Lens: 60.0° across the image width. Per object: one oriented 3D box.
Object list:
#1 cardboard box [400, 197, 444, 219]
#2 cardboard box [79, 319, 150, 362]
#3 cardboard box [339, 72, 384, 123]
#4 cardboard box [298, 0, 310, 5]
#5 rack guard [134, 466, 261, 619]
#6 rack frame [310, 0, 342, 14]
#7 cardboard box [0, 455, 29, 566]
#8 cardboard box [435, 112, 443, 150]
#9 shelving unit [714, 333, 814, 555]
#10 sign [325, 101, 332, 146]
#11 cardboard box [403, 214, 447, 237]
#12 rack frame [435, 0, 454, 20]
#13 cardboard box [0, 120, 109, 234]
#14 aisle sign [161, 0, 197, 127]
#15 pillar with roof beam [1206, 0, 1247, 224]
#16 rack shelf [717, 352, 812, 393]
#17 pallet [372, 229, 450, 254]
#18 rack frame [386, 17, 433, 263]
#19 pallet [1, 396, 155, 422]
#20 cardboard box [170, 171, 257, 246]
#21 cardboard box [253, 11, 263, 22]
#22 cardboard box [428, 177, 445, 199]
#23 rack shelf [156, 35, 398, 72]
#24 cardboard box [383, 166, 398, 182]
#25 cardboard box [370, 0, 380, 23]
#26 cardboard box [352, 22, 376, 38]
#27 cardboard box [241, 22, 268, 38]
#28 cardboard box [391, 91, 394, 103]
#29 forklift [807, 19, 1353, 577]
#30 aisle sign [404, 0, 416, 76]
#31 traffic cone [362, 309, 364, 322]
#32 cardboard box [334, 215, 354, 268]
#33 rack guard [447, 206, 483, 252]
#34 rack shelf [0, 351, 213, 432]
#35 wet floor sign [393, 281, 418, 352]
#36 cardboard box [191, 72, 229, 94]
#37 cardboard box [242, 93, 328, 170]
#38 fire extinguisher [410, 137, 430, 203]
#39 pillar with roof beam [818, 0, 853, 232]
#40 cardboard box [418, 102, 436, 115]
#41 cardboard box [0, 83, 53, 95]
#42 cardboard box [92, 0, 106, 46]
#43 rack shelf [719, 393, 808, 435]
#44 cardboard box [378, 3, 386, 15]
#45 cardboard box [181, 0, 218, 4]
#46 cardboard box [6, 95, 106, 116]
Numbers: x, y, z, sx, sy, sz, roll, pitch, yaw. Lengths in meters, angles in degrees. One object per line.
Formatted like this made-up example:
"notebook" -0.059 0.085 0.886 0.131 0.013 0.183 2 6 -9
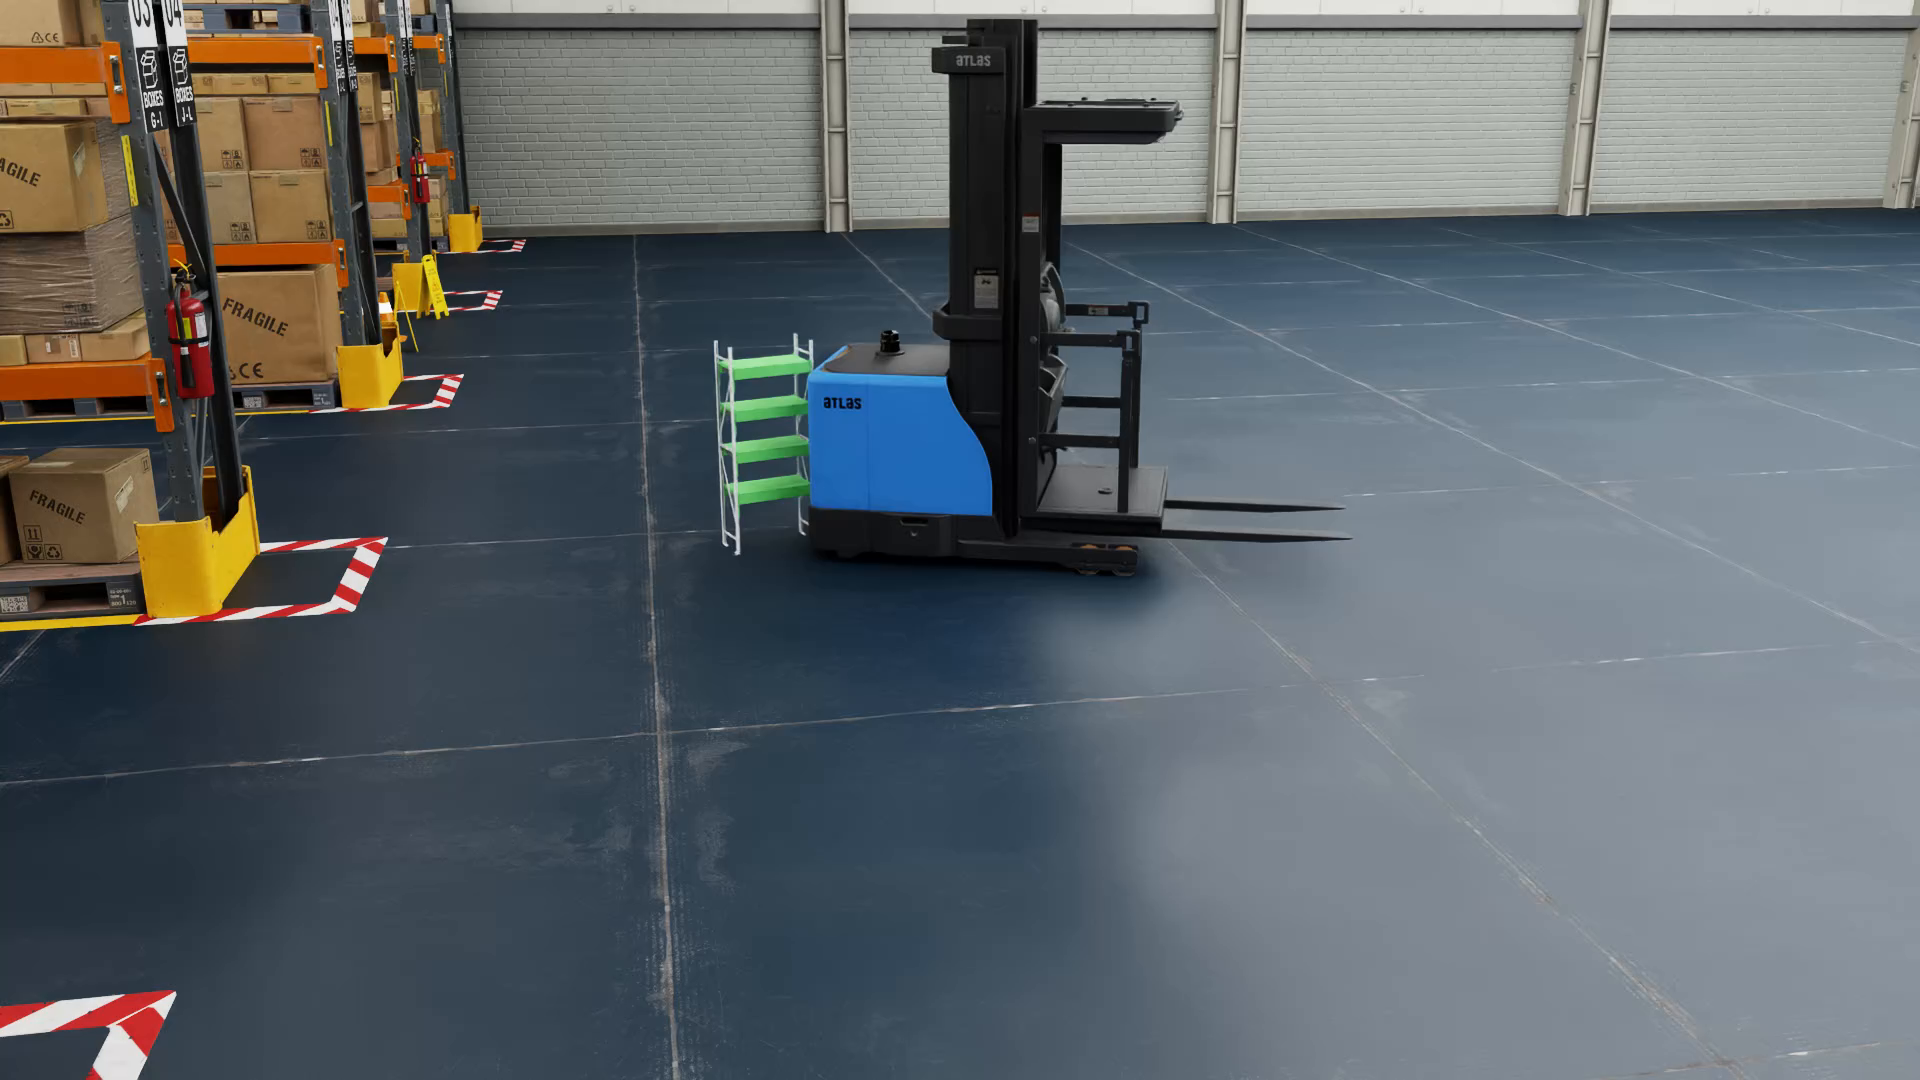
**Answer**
"cardboard box" -7.274 -4.506 22.491 0.500 0.250 0.500 -3 17 -11
"cardboard box" -4.271 -1.015 8.436 0.250 0.149 0.380 -3 17 -10
"cardboard box" -6.370 -4.644 17.443 0.500 0.500 0.700 -4 17 -12
"cardboard box" -5.269 -4.282 13.077 0.250 0.149 0.380 -3 17 -10
"rack guard" -4.105 -0.012 8.998 0.348 0.500 1.175 -3 17 -10
"rack frame" -4.872 -5.514 12.437 0.127 3.000 1.000 -3 17 -10
"cardboard box" -5.227 -0.143 8.712 0.500 0.500 0.500 1 17 4
"cardboard box" -7.395 -5.598 22.760 0.500 0.500 0.500 -3 17 -9
"shelving unit" -1.111 -0.555 9.575 0.503 1.200 0.258 -9 19 -28
"sign" -4.783 -3.156 12.602 0.005 0.325 0.100 -3 17 -10
"cardboard box" -7.257 -4.267 22.564 0.500 0.250 0.500 -3 17 -10
"rack frame" -6.855 -8.366 21.723 0.127 3.000 1.000 -3 17 -10
"cardboard box" -4.523 -1.777 8.108 0.500 0.500 0.500 -3 17 -10
"aisle sign" -4.026 -2.543 8.556 0.004 0.787 0.394 -3 17 -10
"pillar with roof beam" 4.889 -8.014 20.578 0.400 9.000 9.100 -3 17 -10
"rack shelf" -1.111 -0.953 9.453 0.480 0.148 0.258 -9 19 -28
"pallet" -7.598 -4.111 22.835 1.213 0.211 1.003 -3 17 -10
"rack frame" -5.910 -4.067 17.946 0.127 3.000 1.000 -3 17 -10
"pallet" -6.837 -1.179 13.291 1.213 0.211 1.003 -3 17 -10
"cardboard box" -5.763 -2.647 13.066 0.550 0.550 0.875 -3 17 -10
"cardboard box" -7.364 -5.408 16.949 0.500 0.250 0.500 -3 17 -9
"cardboard box" -7.248 -4.747 22.423 0.500 0.250 0.500 -3 17 -9
"rack shelf" -7.874 -5.046 17.248 4.000 0.370 1.077 -3 17 -10
"cardboard box" -6.283 -3.988 18.115 0.250 0.149 0.380 -3 17 -10
"cardboard box" -6.454 -5.621 17.643 0.500 0.250 0.500 -4 17 -11
"cardboard box" -6.207 -5.281 17.215 0.250 0.149 0.380 -3 17 -10
"cardboard box" -7.210 -5.230 17.050 0.250 0.149 0.380 -3 17 -11
"cardboard box" -7.403 -5.895 22.114 0.250 0.149 0.380 -3 17 -10
"forklift" 0.704 -1.364 9.262 3.031 2.935 1.130 3 17 9
"aisle sign" -5.908 -5.403 17.866 0.004 0.787 0.394 -3 17 -10
"traffic cone" -6.088 -2.459 17.030 0.334 0.463 0.336 -3 17 -10
"cardboard box" -6.647 -3.193 17.788 0.500 0.500 0.500 -3 17 -10
"rack guard" -6.832 -4.305 22.975 0.348 0.500 1.175 -3 17 -10
"rack shelf" -5.994 -0.755 8.388 4.000 0.370 1.077 -3 17 -10
"wet floor sign" -5.219 -2.093 15.527 0.232 0.644 0.267 -6 18 -20
"cardboard box" -7.866 -4.572 17.209 0.500 0.500 0.700 -3 17 -11
"cardboard box" -5.244 -3.225 13.107 0.550 0.550 0.875 -3 17 -10
"fire extinguisher" -5.710 -3.904 17.545 0.183 0.674 0.296 -3 17 -10
"pillar with roof beam" -1.002 -7.680 19.490 0.400 9.000 9.100 -3 17 -10
"cardboard box" -7.143 -5.756 22.168 0.250 0.149 0.380 -3 17 -10
"cardboard box" -9.364 -4.475 16.892 0.500 0.500 0.700 -3 17 -11
"cardboard box" -4.552 -2.621 8.381 0.500 0.250 0.500 -3 17 -9
"rack shelf" -1.111 -0.723 9.523 0.480 0.148 0.258 -9 19 -28
"cardboard box" -7.611 -6.927 21.689 0.250 0.149 0.380 -4 17 -12
"cardboard box" -5.634 -4.064 12.368 0.250 0.149 0.380 -3 17 -10
"cardboard box" -6.837 -3.108 12.728 0.500 0.550 0.875 -3 17 -10
